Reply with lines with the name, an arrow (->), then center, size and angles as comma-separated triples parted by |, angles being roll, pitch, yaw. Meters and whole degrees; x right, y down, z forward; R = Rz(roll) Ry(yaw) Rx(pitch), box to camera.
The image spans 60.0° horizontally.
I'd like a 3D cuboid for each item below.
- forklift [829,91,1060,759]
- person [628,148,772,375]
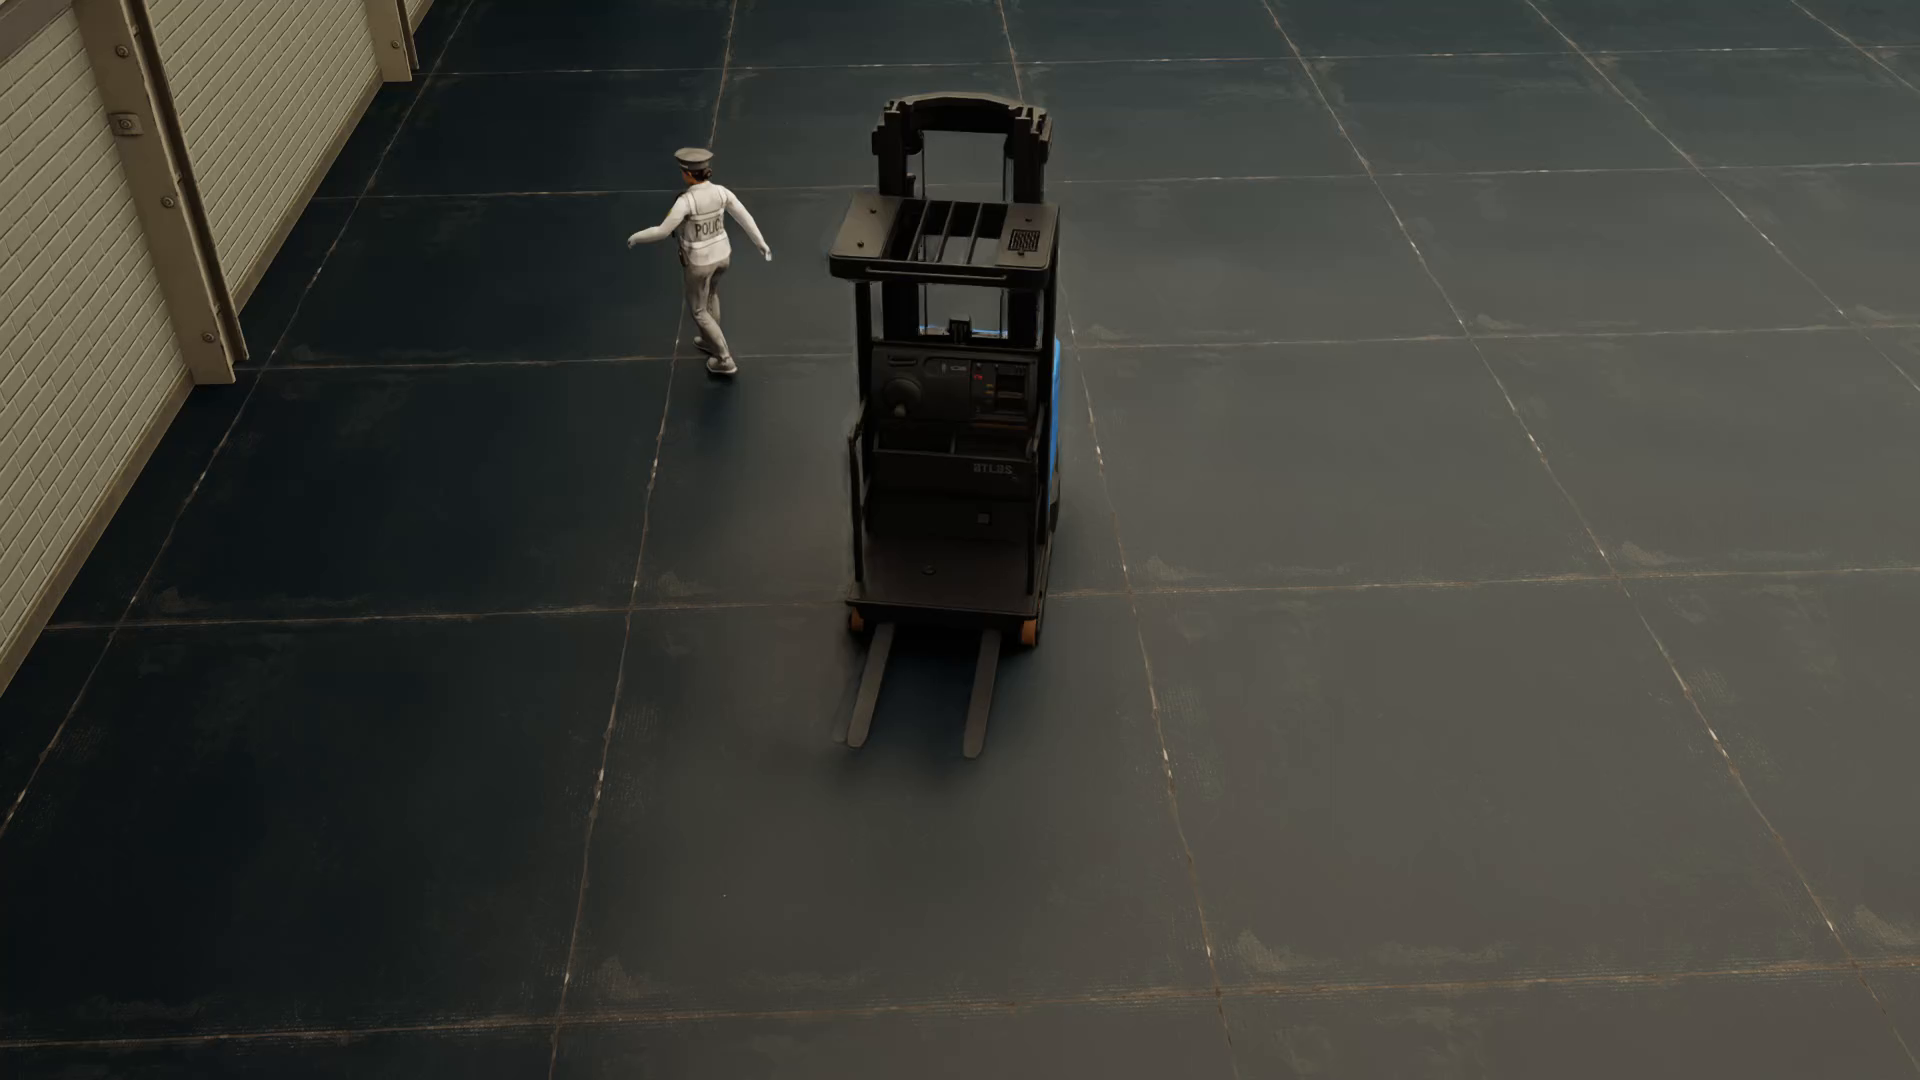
forklift -> -0.057, -0.788, 9.093 | 1.130, 2.935, 3.031 | 4, 36, 6
person -> -1.812, -2.007, 11.874 | 0.879, 1.650, 0.726 | -30, 45, -34
